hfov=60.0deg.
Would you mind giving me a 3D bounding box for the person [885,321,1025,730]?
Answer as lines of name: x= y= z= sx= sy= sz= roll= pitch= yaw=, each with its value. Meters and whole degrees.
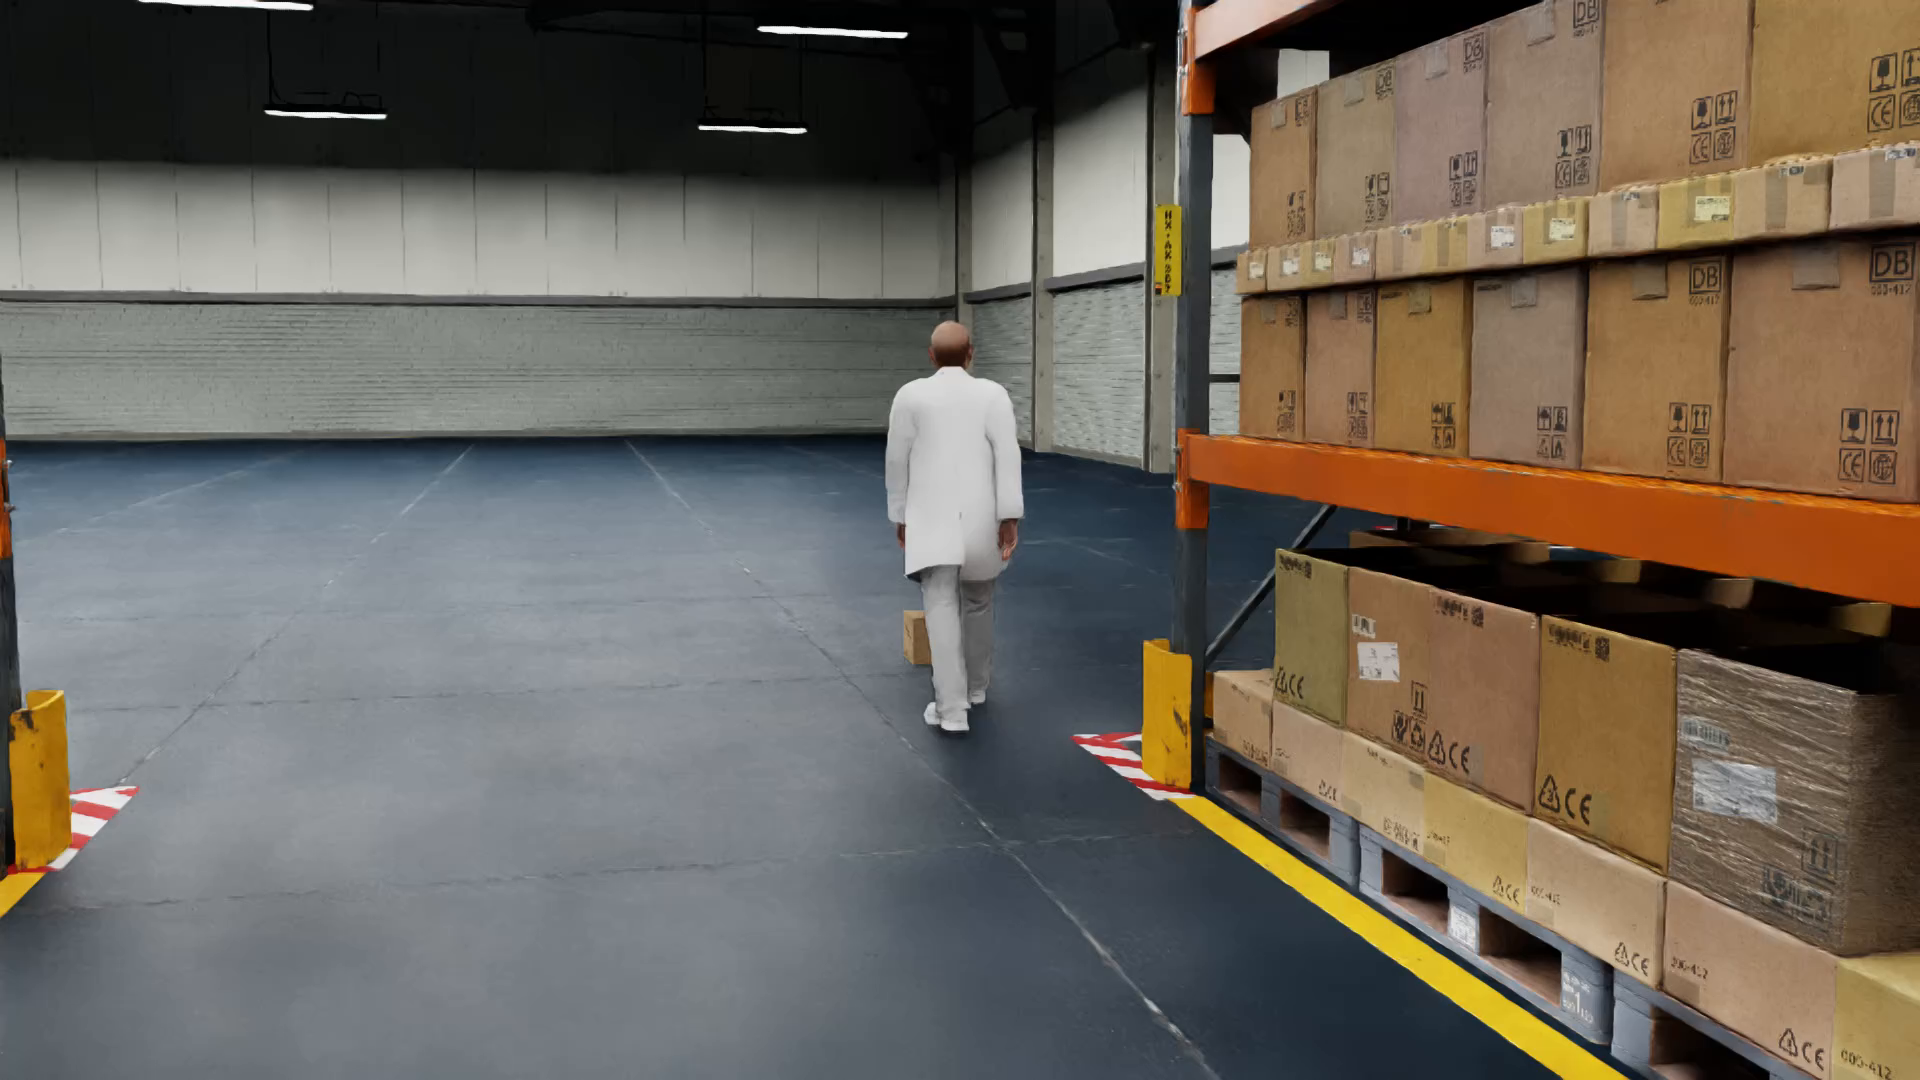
person: x=-0.041 y=-0.094 z=7.297 sx=0.582 sy=1.723 sz=1.047 roll=-1 pitch=6 yaw=-8
